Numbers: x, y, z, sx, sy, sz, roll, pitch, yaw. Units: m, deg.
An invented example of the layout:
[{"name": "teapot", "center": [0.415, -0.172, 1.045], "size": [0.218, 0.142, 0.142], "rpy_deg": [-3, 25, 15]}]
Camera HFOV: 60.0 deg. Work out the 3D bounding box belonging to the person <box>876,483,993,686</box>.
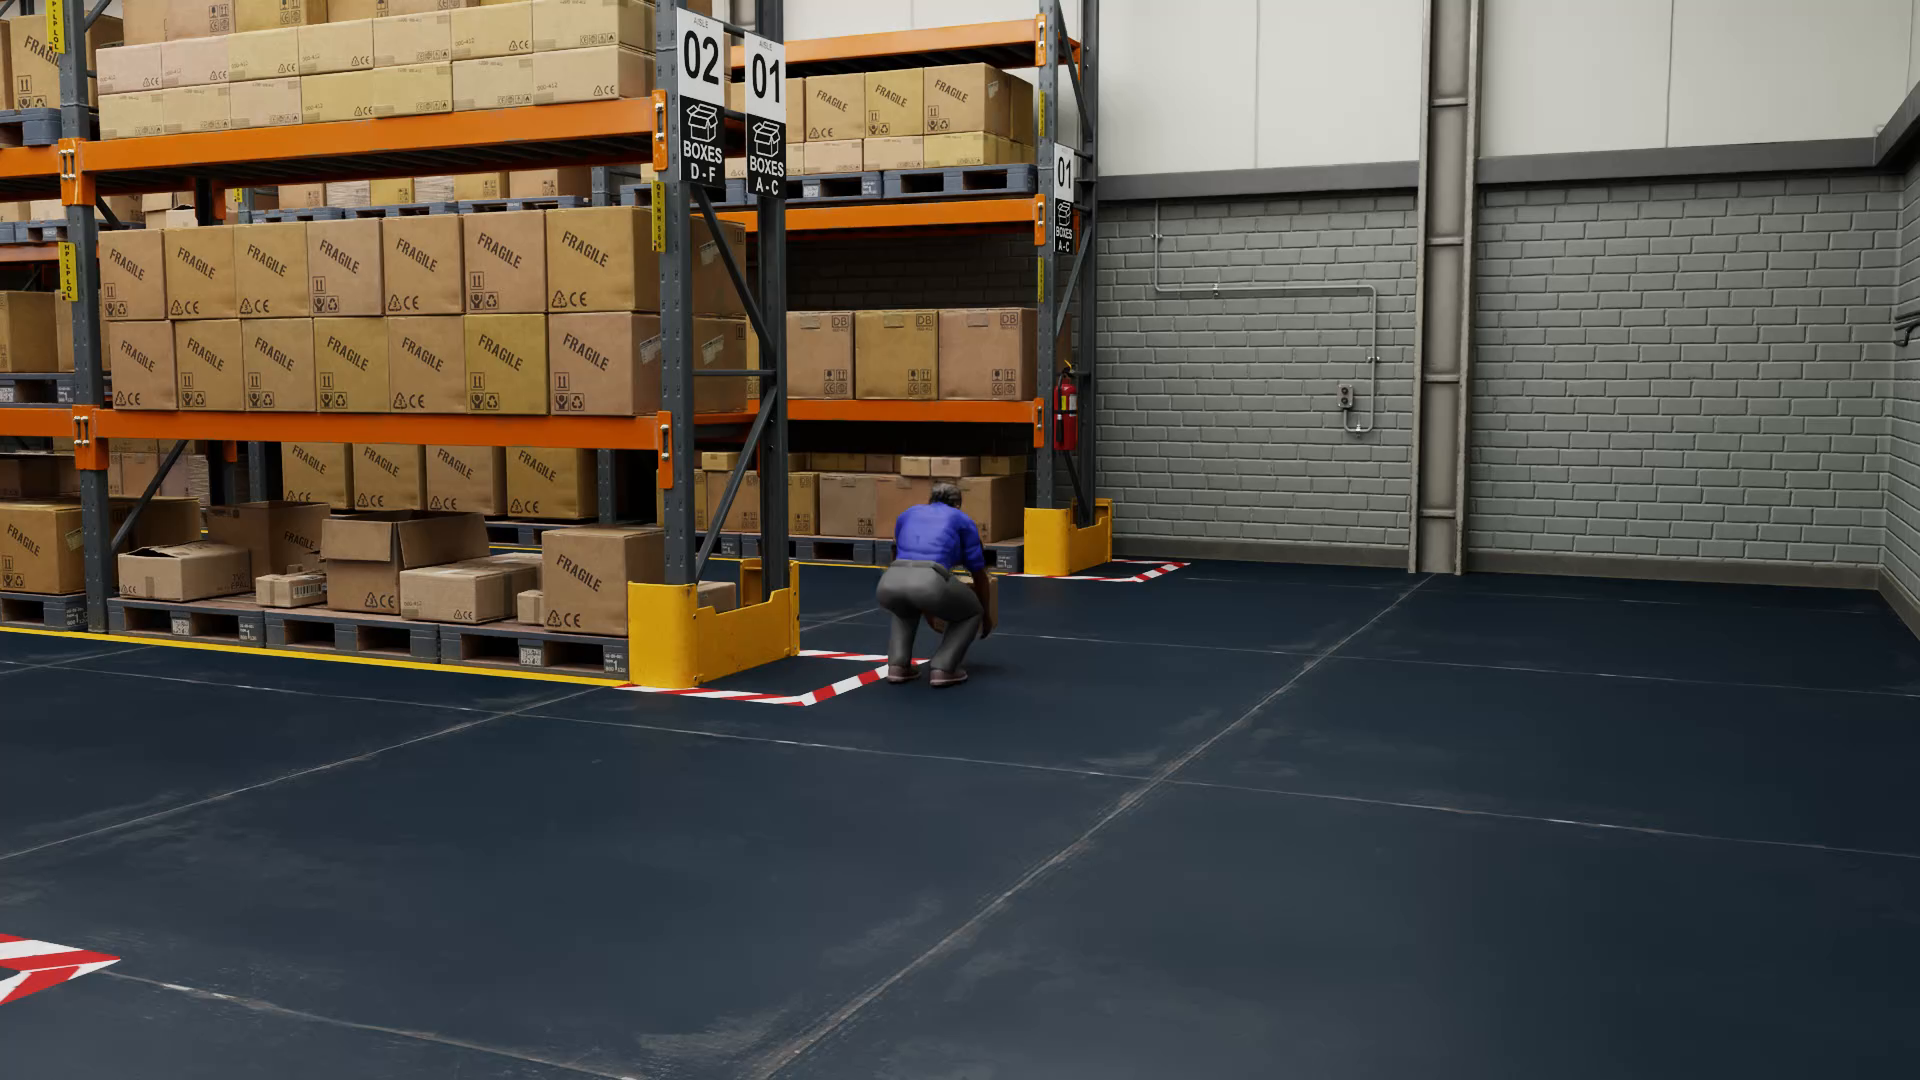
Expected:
[{"name": "person", "center": [-0.137, 0.213, 8.249], "size": [0.483, 0.955, 0.810], "rpy_deg": [2, 6, 23]}]
